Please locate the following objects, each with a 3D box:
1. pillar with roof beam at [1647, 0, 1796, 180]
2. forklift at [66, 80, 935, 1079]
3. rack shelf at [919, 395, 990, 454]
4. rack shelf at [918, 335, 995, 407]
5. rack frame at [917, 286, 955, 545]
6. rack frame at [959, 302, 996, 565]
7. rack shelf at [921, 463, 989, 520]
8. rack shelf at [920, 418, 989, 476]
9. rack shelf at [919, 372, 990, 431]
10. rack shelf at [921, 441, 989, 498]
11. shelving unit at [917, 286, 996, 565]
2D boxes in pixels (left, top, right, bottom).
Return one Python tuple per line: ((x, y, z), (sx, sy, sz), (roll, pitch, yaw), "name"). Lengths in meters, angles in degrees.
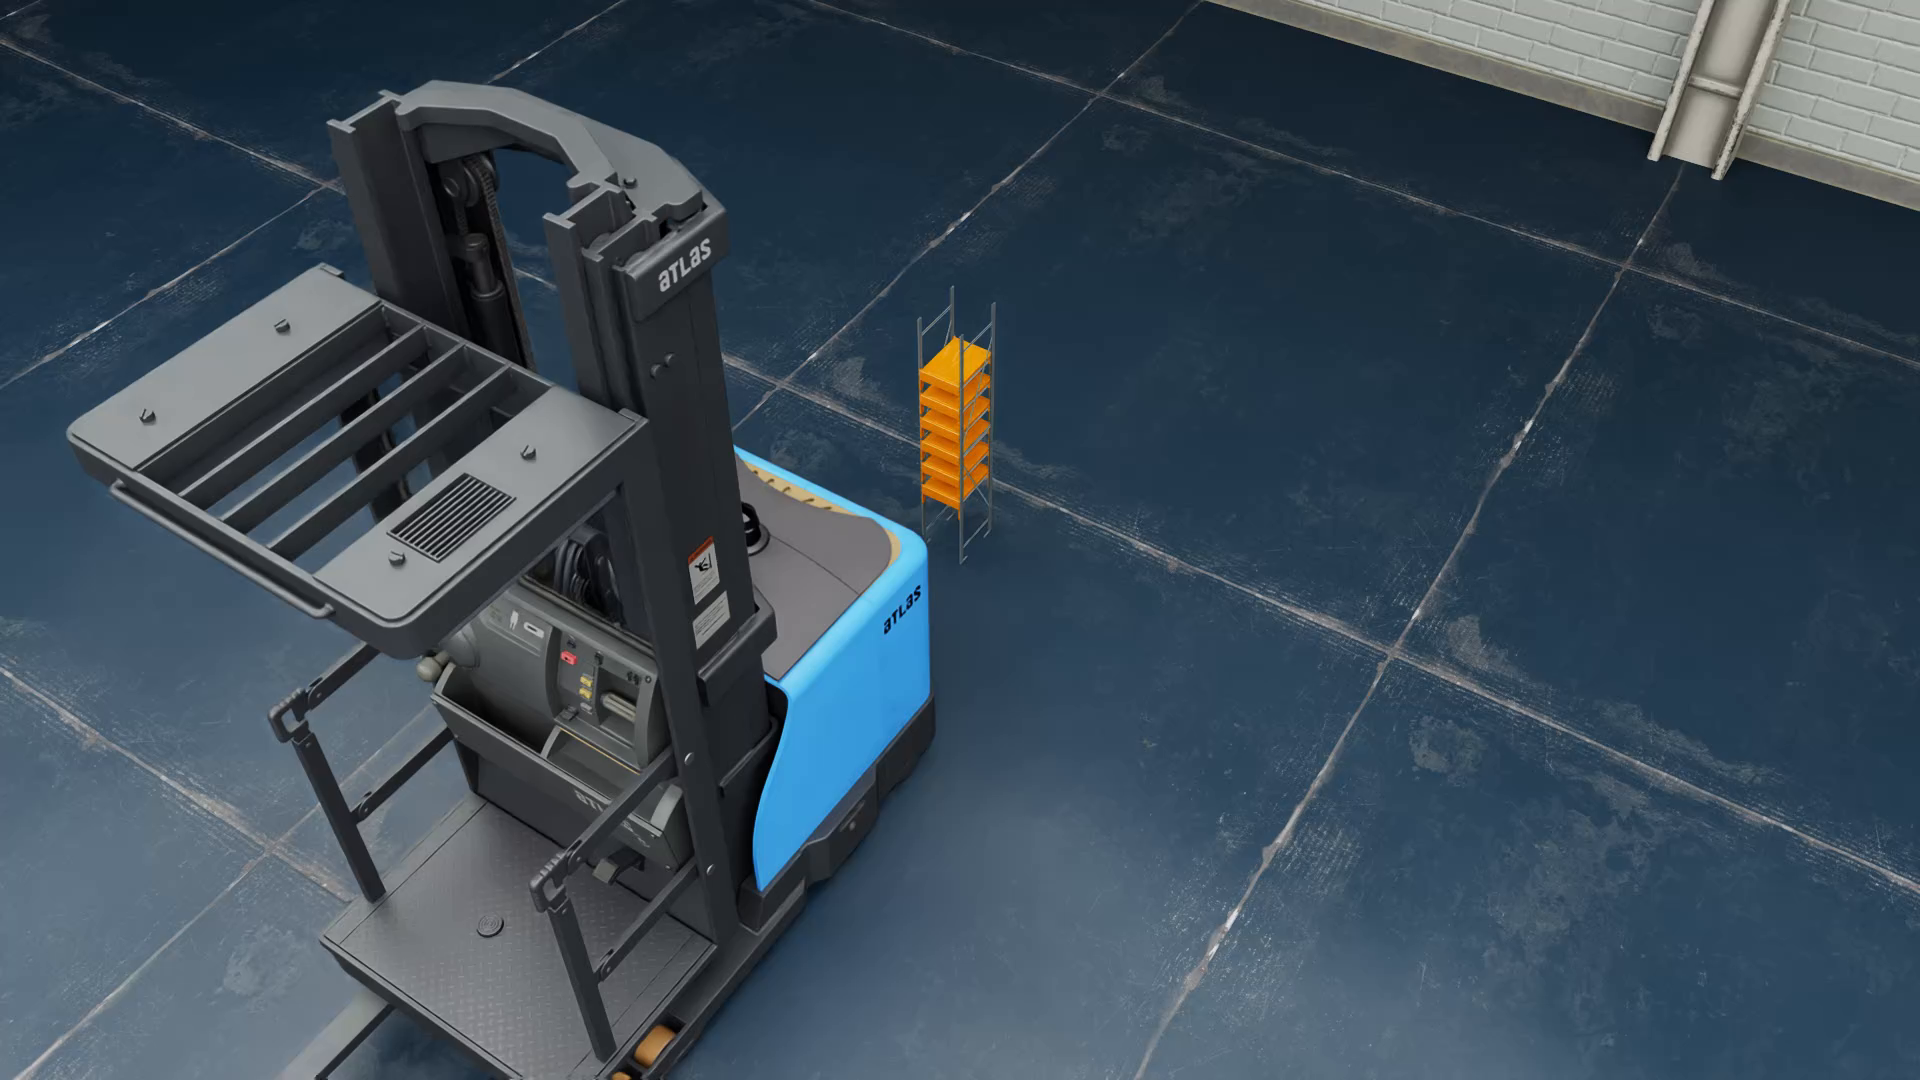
((1.632, -2.614, 3.237), (0.400, 9.000, 9.100), (25, 51, 22), "pillar with roof beam")
((-1.324, 0.412, 4.528), (1.130, 2.935, 3.031), (25, 51, 23), "forklift")
((-0.012, -0.476, 6.493), (0.180, 0.103, 0.258), (25, 51, 22), "rack shelf")
((-0.012, -0.644, 6.321), (0.180, 0.103, 0.258), (25, 51, 22), "rack shelf")
((-0.089, -0.459, 6.581), (0.006, 1.200, 0.240), (25, 51, 22), "rack frame")
((0.065, -0.388, 6.513), (0.006, 1.200, 0.240), (25, 51, 22), "rack frame")
((-0.012, -0.226, 6.751), (0.180, 0.103, 0.258), (25, 51, 22), "rack shelf")
((-0.012, -0.393, 6.579), (0.180, 0.103, 0.258), (25, 51, 22), "rack shelf")
((-0.012, -0.560, 6.407), (0.180, 0.103, 0.258), (25, 51, 22), "rack shelf")
((-0.012, -0.309, 6.665), (0.180, 0.103, 0.258), (25, 51, 22), "rack shelf")
((-0.012, -0.424, 6.547), (0.189, 1.200, 0.258), (25, 51, 22), "shelving unit")
